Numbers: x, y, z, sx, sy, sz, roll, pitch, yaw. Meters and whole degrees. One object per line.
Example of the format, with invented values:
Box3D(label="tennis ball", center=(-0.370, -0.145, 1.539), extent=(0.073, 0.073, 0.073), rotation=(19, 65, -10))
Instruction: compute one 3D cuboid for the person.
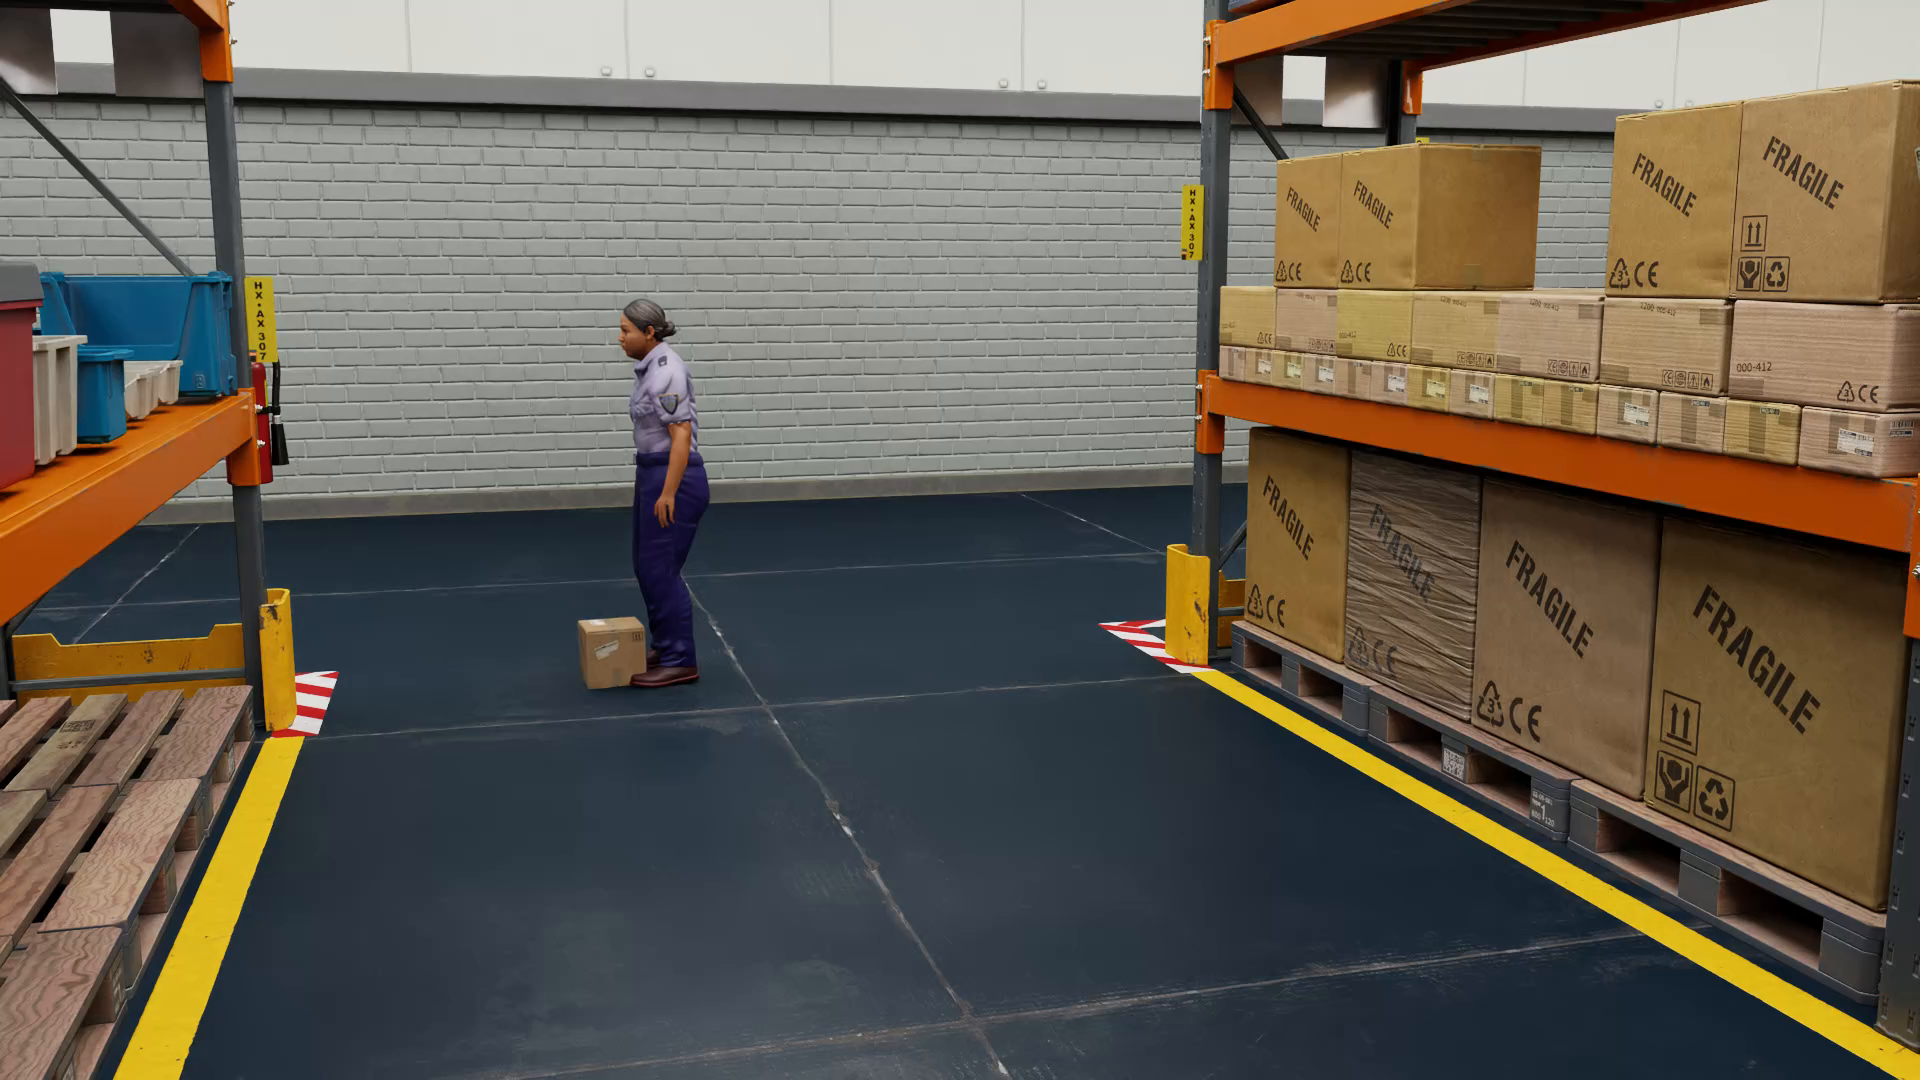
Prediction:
Box3D(label="person", center=(-1.287, -0.207, 7.204), extent=(0.372, 1.636, 0.545), rotation=(-3, 10, -18))
